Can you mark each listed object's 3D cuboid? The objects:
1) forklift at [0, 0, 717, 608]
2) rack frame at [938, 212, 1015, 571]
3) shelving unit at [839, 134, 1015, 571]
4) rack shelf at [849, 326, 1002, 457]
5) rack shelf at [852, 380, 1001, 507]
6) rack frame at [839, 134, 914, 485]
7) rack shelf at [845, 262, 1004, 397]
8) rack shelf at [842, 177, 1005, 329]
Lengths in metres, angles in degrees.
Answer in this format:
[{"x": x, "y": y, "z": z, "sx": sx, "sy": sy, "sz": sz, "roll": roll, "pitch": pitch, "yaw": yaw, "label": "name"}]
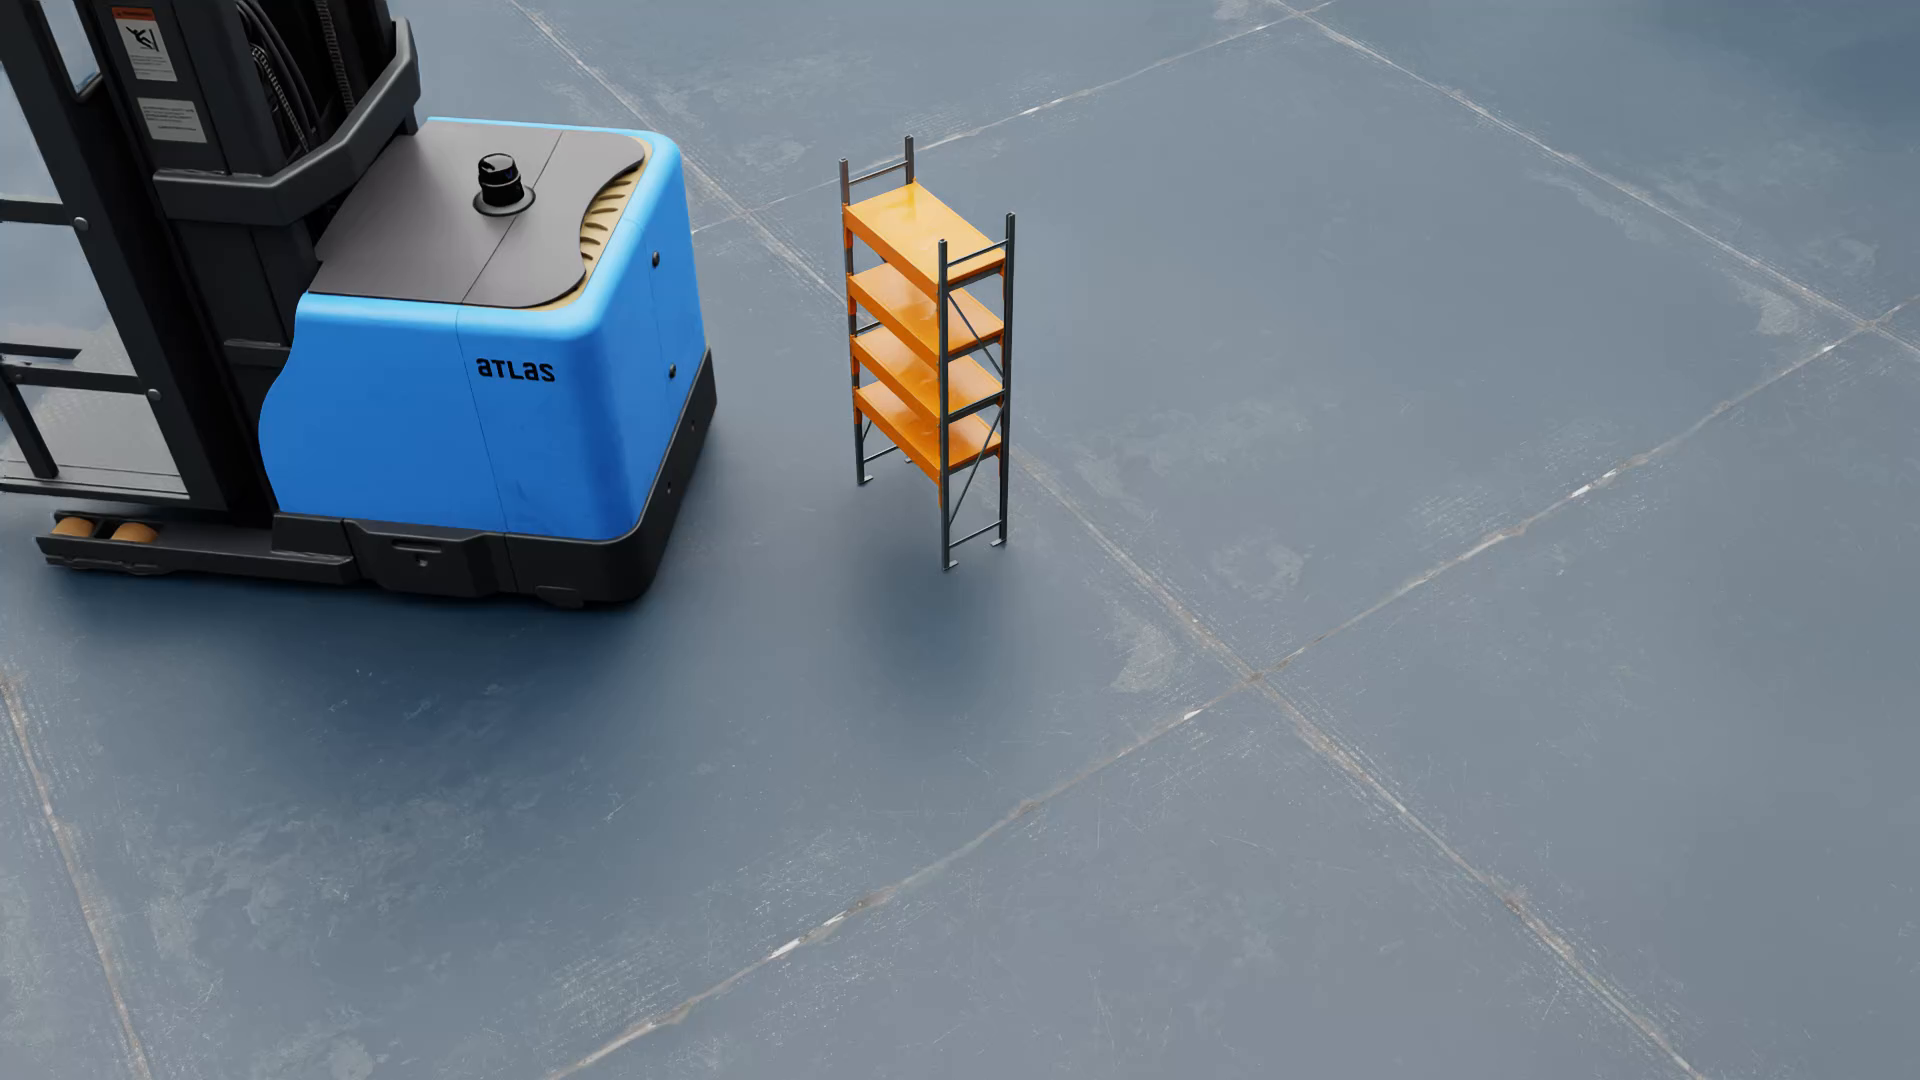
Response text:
[{"x": -2.379, "y": -1.308, "z": 4.497, "sx": 3.031, "sy": 2.935, "sz": 1.130, "roll": 5, "pitch": 44, "yaw": 5, "label": "forklift"}, {"x": 0.045, "y": -0.390, "z": 4.789, "sx": 0.240, "sy": 1.200, "sz": 0.015, "roll": -26, "pitch": 49, "yaw": -24, "label": "rack frame"}, {"x": -0.095, "y": -0.528, "z": 4.934, "sx": 0.258, "sy": 1.200, "sz": 0.503, "roll": -26, "pitch": 49, "yaw": -24, "label": "shelving unit"}, {"x": -0.095, "y": -0.479, "z": 4.980, "sx": 0.258, "sy": 0.148, "sz": 0.480, "roll": -26, "pitch": 49, "yaw": -24, "label": "rack shelf"}, {"x": -0.095, "y": -0.335, "z": 5.117, "sx": 0.258, "sy": 0.148, "sz": 0.480, "roll": -26, "pitch": 49, "yaw": -24, "label": "rack shelf"}, {"x": -0.234, "y": -0.666, "z": 5.079, "sx": 0.240, "sy": 1.200, "sz": 0.015, "roll": -26, "pitch": 49, "yaw": -24, "label": "rack frame"}, {"x": -0.095, "y": -0.641, "z": 4.826, "sx": 0.258, "sy": 0.148, "sz": 0.480, "roll": -26, "pitch": 49, "yaw": -24, "label": "rack shelf"}, {"x": -0.095, "y": -0.812, "z": 4.663, "sx": 0.258, "sy": 0.148, "sz": 0.480, "roll": -26, "pitch": 49, "yaw": -24, "label": "rack shelf"}]
